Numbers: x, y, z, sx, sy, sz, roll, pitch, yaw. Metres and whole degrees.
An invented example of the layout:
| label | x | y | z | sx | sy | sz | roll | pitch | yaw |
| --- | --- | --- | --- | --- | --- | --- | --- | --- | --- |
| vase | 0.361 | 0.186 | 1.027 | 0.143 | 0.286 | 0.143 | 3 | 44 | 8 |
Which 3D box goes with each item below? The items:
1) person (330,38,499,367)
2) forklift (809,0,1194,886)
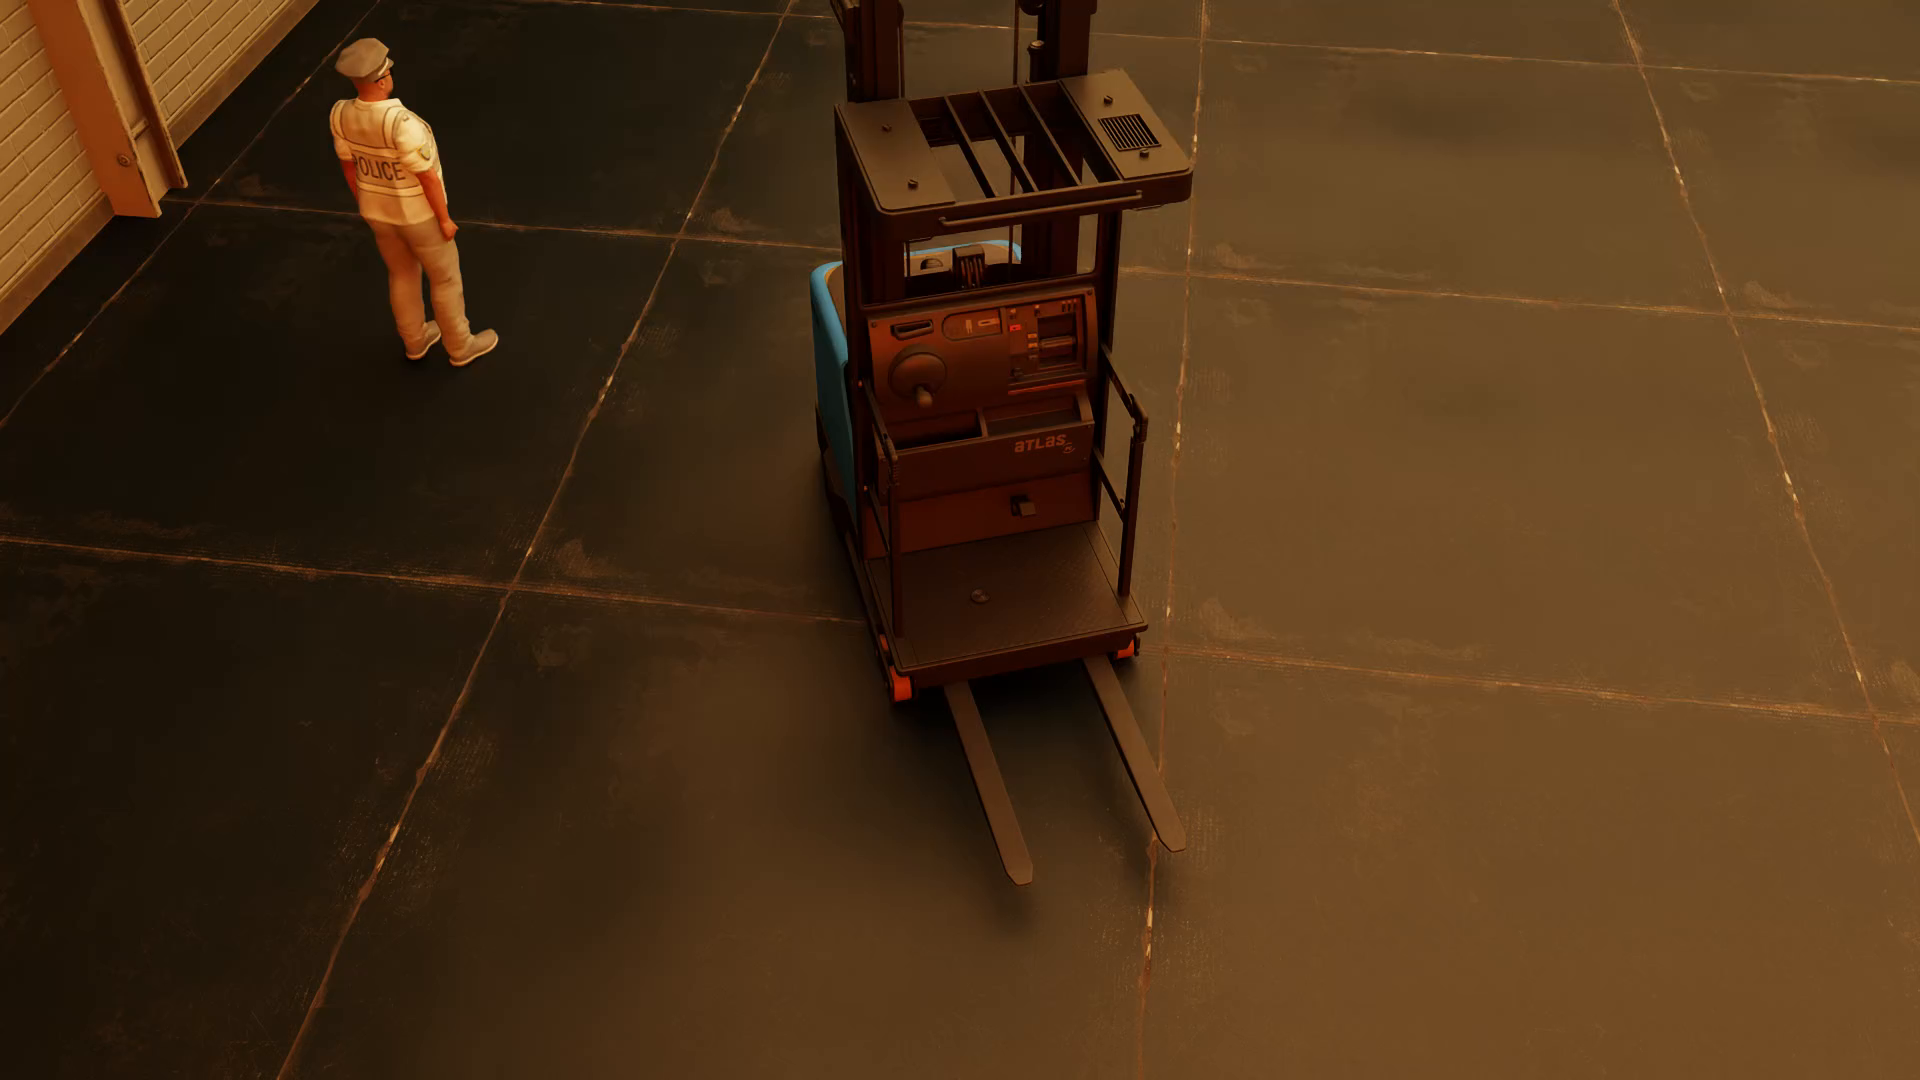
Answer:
| label | x | y | z | sx | sy | sz | roll | pitch | yaw |
| --- | --- | --- | --- | --- | --- | --- | --- | --- | --- |
| person | -2.796 | -1.681 | 8.413 | 0.526 | 1.773 | 0.396 | 13 | 44 | 14 |
| forklift | 0.153 | -0.681 | 6.465 | 1.130 | 2.935 | 3.031 | -10 | 44 | -11 |
